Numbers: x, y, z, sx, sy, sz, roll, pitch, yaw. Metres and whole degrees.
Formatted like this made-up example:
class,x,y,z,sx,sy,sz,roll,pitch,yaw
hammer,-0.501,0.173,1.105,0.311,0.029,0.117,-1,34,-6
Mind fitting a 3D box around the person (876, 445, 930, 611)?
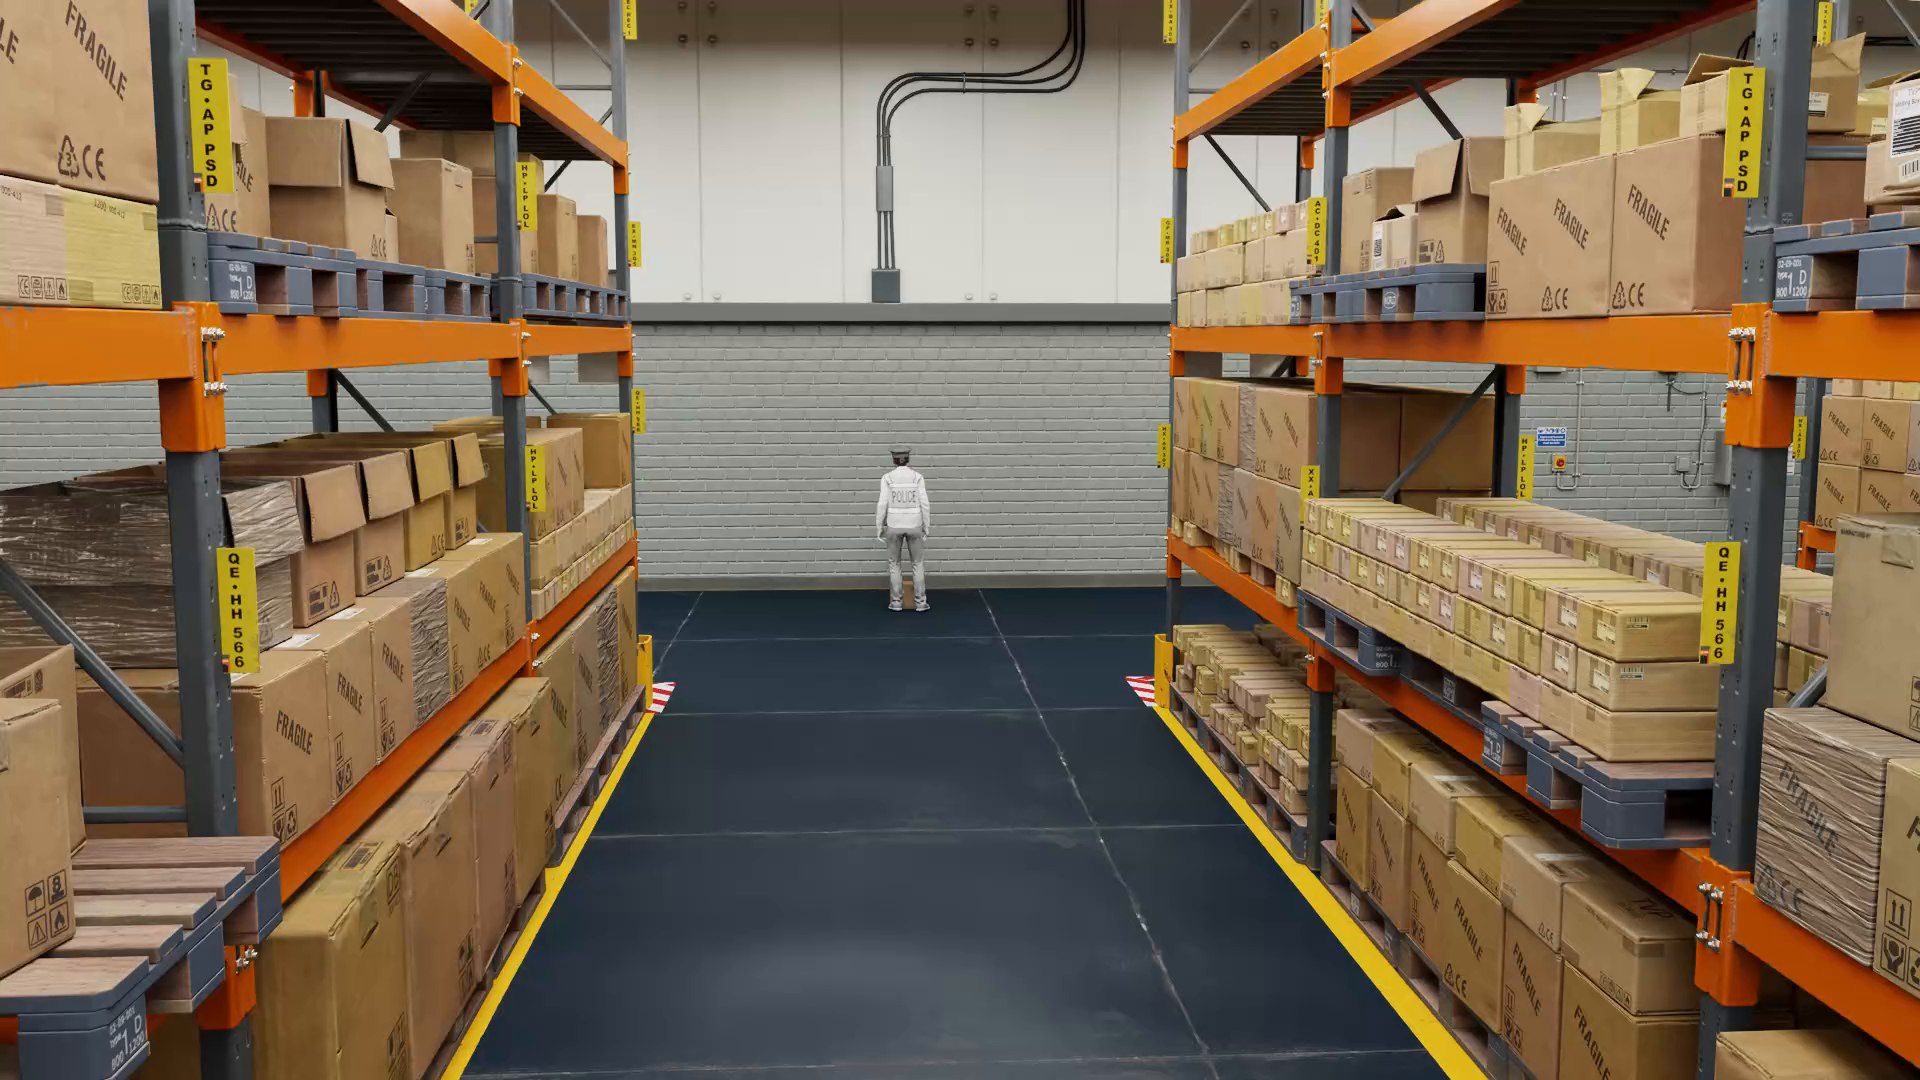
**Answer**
class,x,y,z,sx,sy,sz,roll,pitch,yaw
person,-0.570,-0.114,16.660,0.544,1.666,0.406,-1,7,-6
